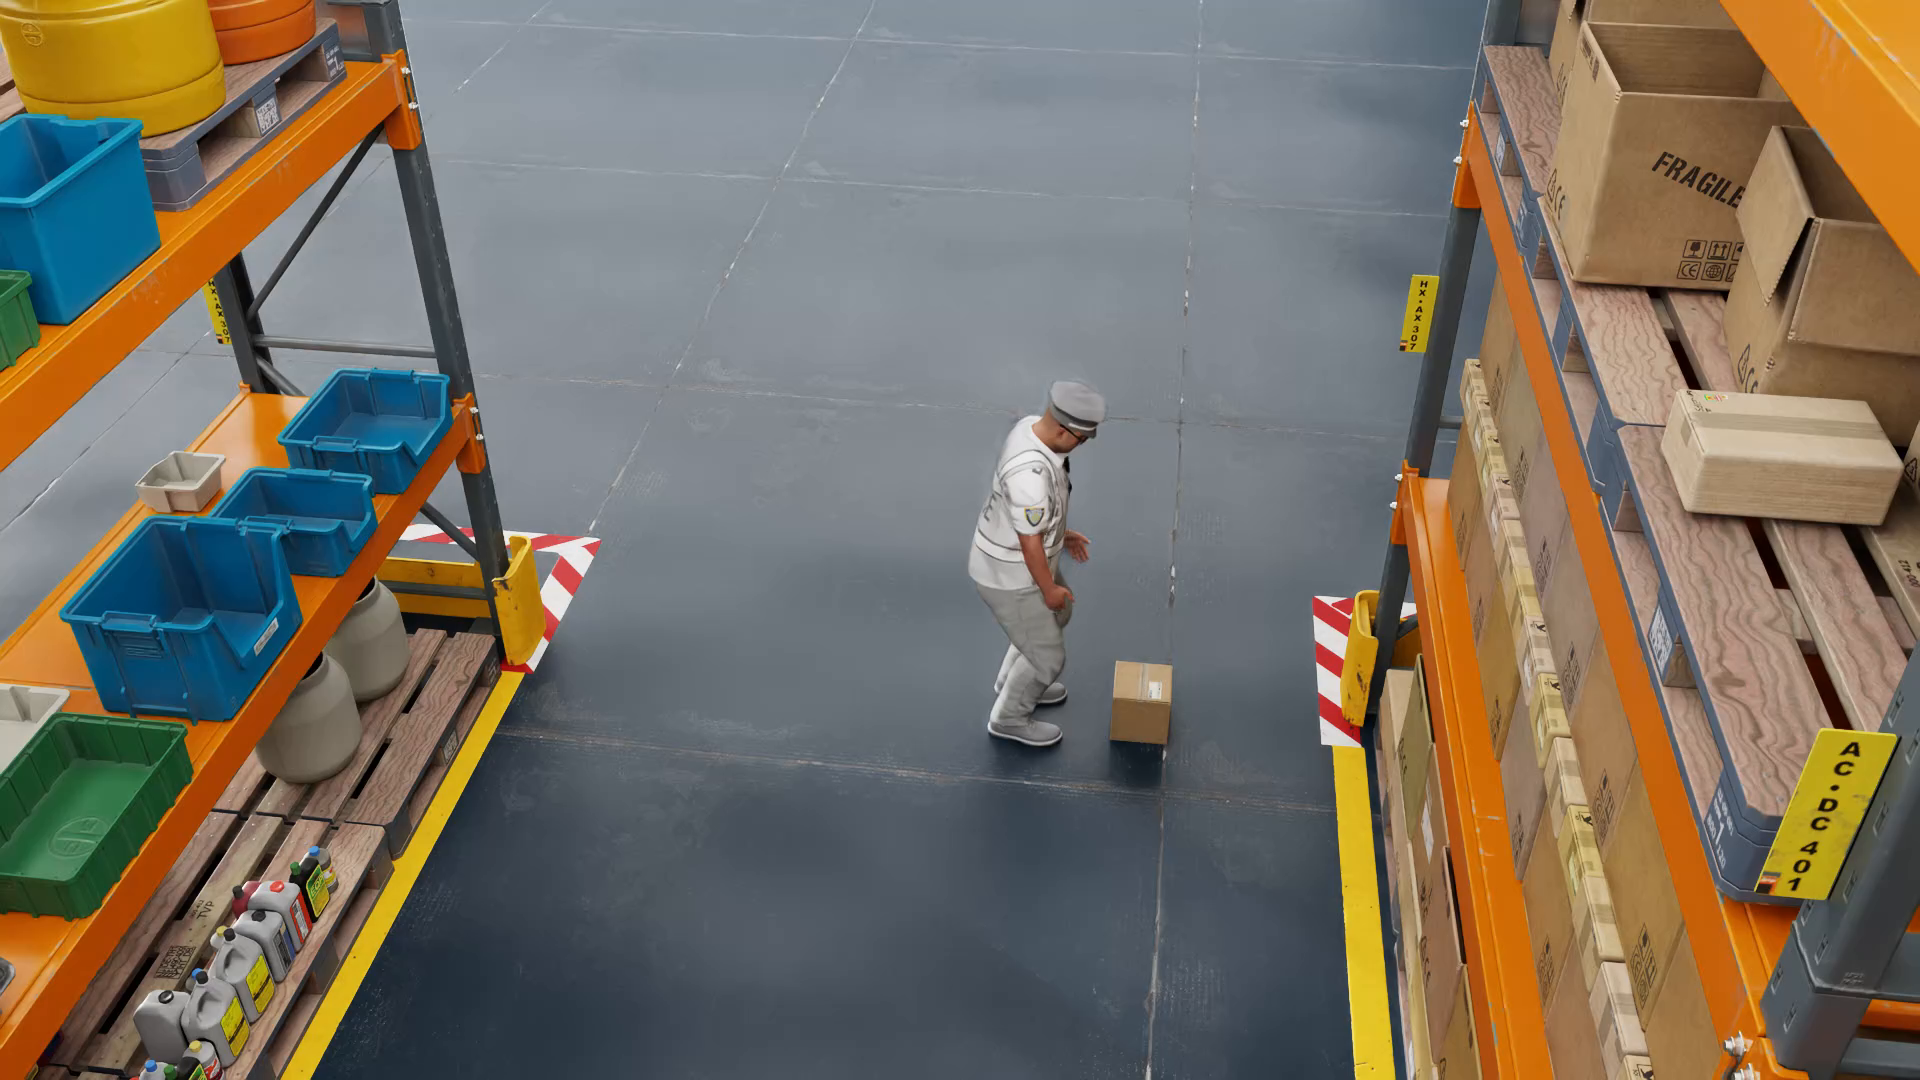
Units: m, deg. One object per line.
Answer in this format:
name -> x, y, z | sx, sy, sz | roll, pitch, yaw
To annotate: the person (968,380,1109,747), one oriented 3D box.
person -> 0.314, 0.089, 6.987 | 0.539, 1.678, 0.564 | 5, 36, 7
